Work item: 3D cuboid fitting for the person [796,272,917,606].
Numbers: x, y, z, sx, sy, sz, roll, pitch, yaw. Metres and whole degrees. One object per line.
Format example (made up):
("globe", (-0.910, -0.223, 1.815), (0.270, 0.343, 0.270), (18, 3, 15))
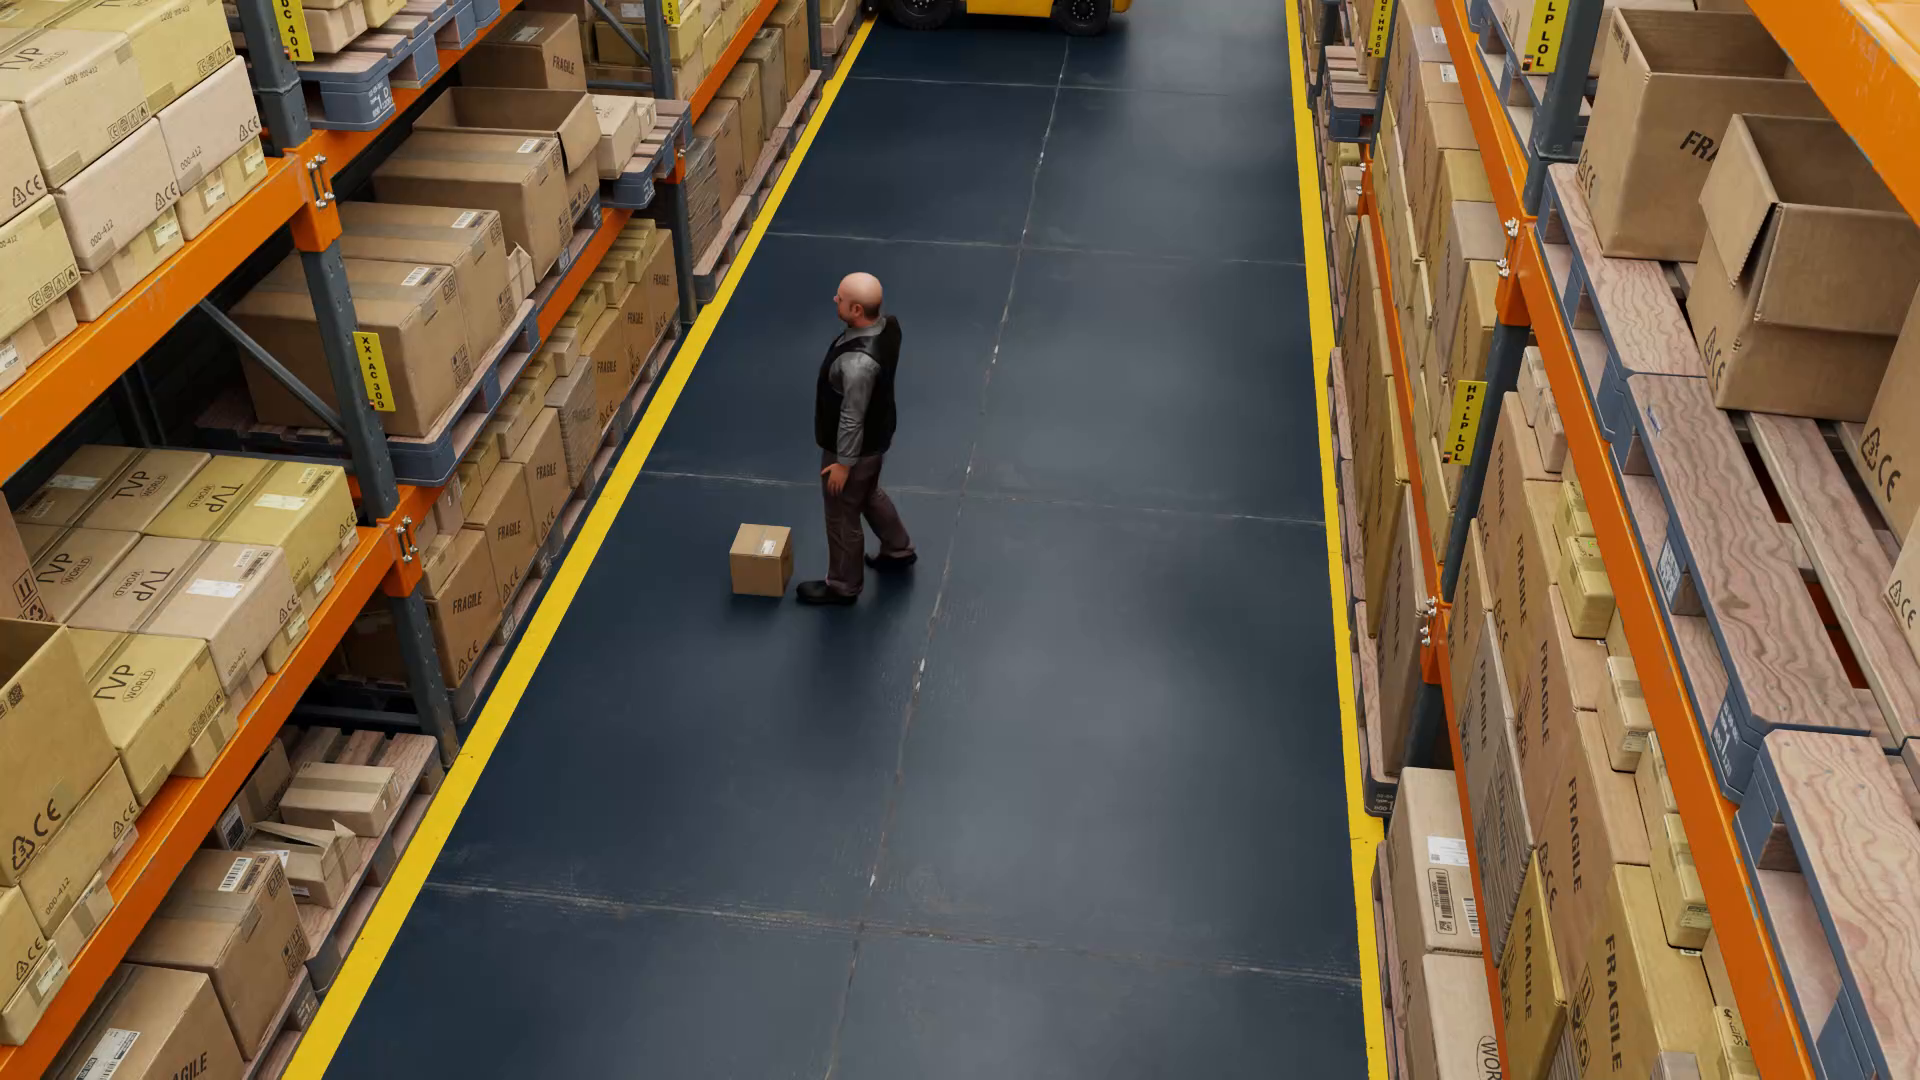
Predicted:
("person", (-0.515, -0.456, 7.708), (0.524, 1.746, 0.576), (8, 37, 11))
